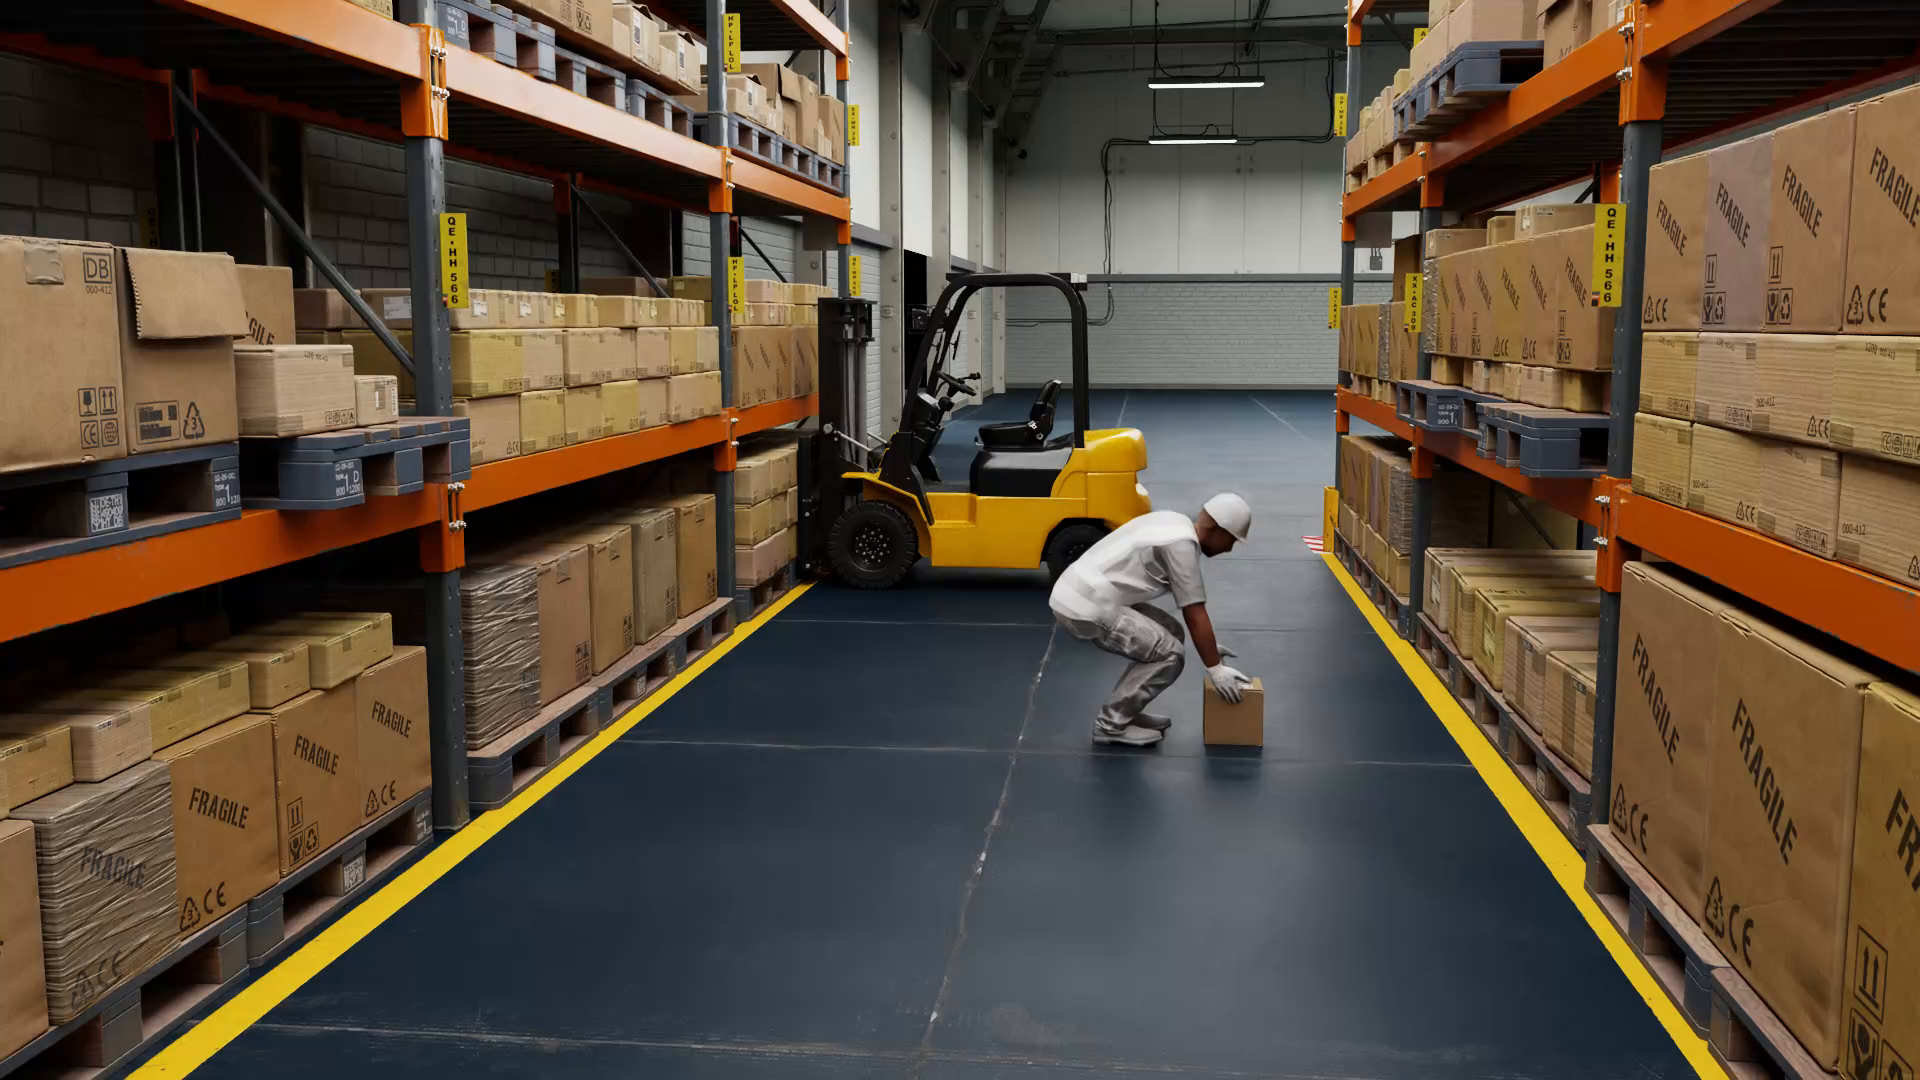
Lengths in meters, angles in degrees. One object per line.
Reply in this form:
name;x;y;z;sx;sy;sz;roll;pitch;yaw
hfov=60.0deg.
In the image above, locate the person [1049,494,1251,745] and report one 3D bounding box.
person;0.838;0.333;7.365;0.877;1.087;0.588;1;8;6
